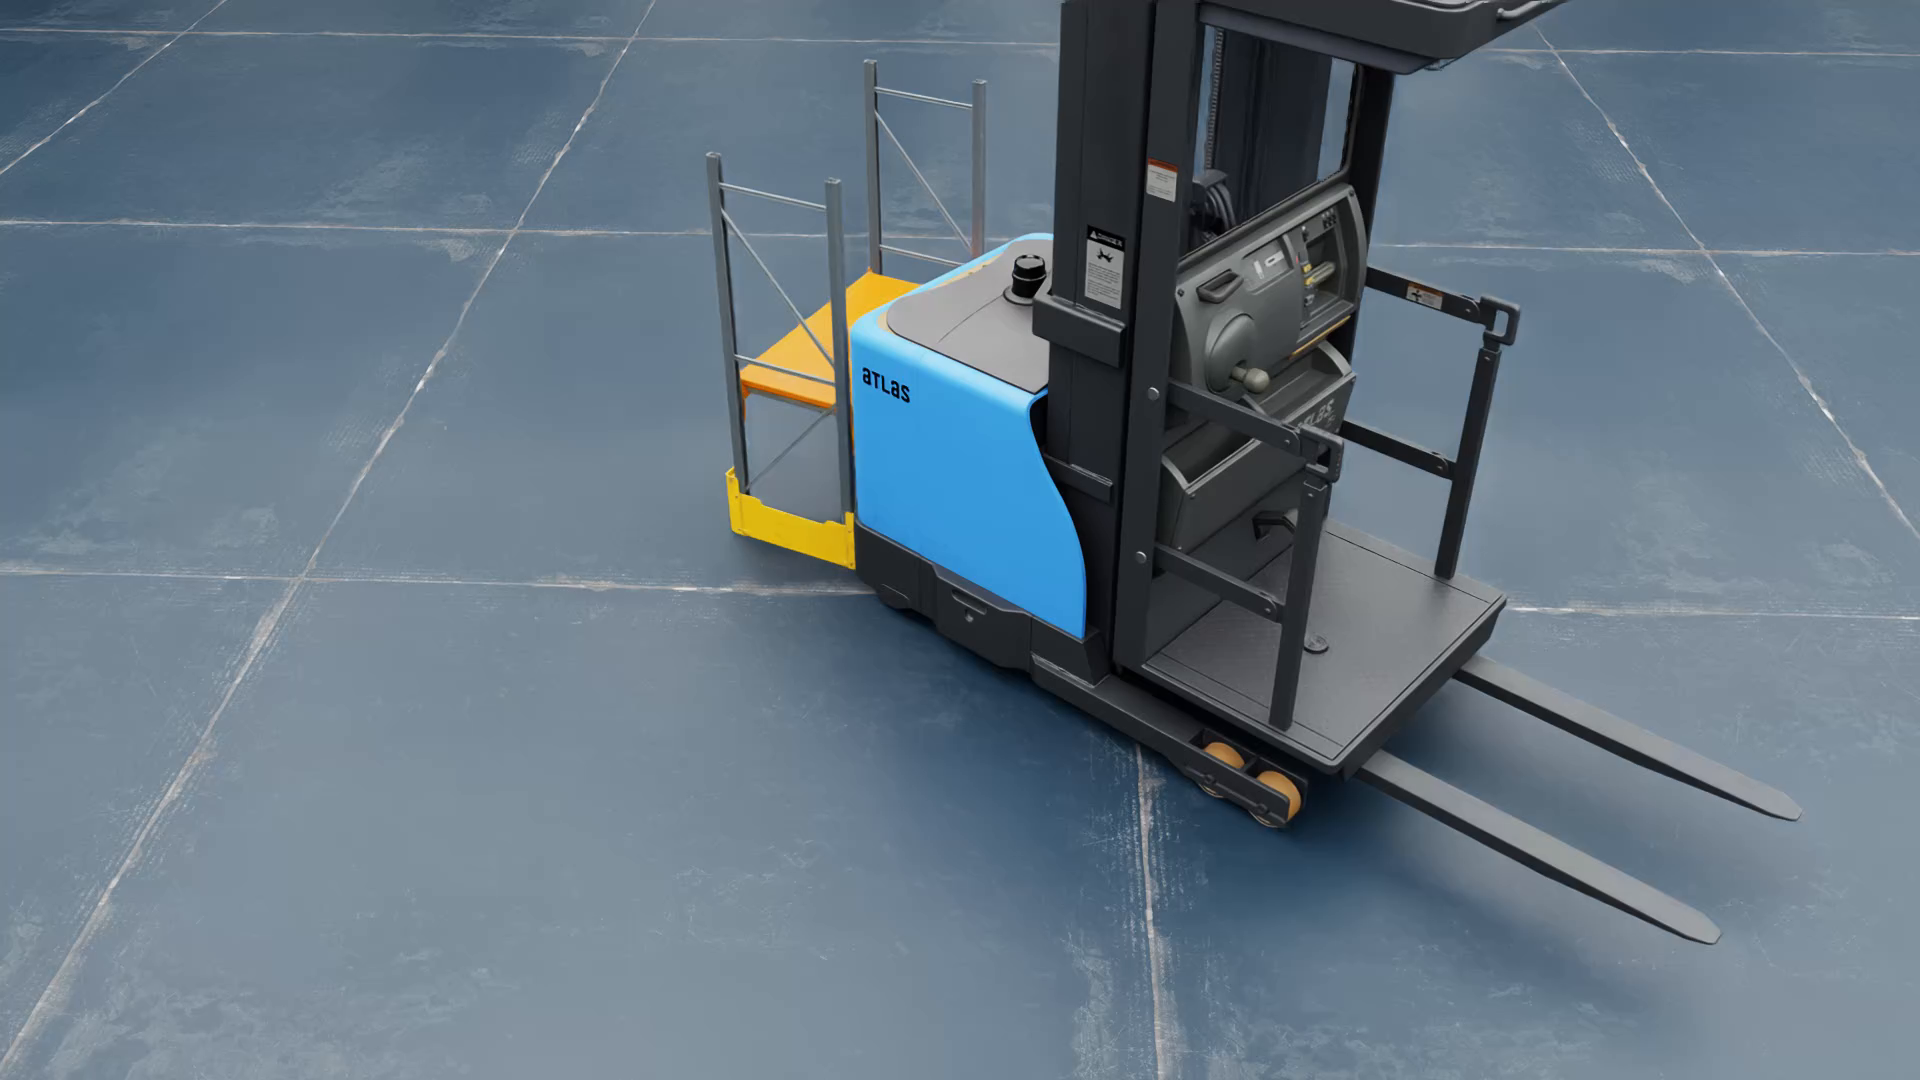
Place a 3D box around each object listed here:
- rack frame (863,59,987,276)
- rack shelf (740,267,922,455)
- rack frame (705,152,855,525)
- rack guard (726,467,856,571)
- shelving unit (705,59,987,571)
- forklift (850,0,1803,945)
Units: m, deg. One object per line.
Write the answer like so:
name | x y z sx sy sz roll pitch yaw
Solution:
rack frame | -0.132 -1.101 6.513 0.500 1.500 0.032 17 38 22
rack shelf | -0.368 -0.695 6.248 0.538 0.185 1.000 17 38 22
rack frame | -0.604 -0.584 5.776 0.500 1.500 0.032 17 38 22
rack guard | -0.595 -0.082 6.150 0.587 0.250 0.087 17 38 22
shelving unit | -0.364 -0.847 6.151 0.587 1.500 1.083 17 38 22
forklift | 1.062 -0.677 4.665 3.031 2.935 1.130 27 43 33
